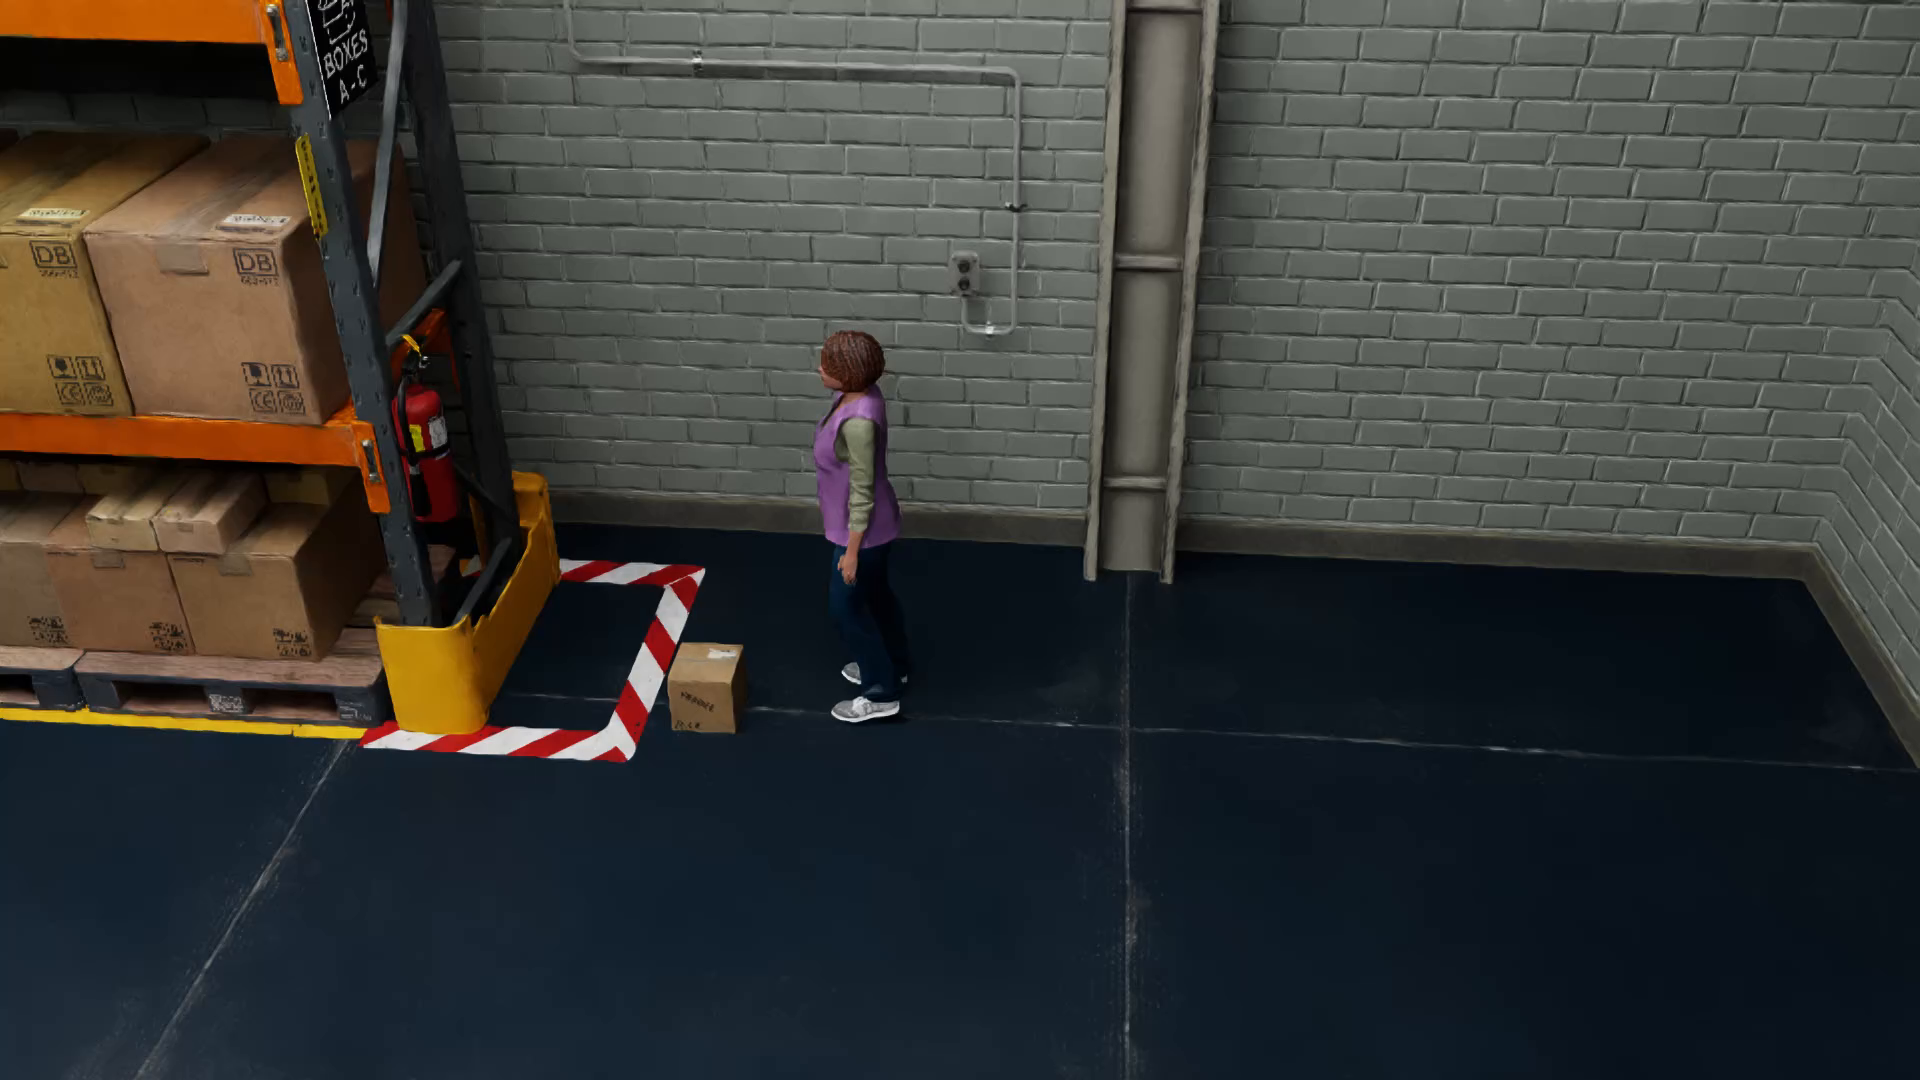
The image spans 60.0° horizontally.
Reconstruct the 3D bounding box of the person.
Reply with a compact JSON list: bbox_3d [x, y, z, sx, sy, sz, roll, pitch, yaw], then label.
[{"bbox_3d":[-0.353,-0.046,6.181,0.349,1.594,0.456,-1,32,-1],"label":"person"}]
